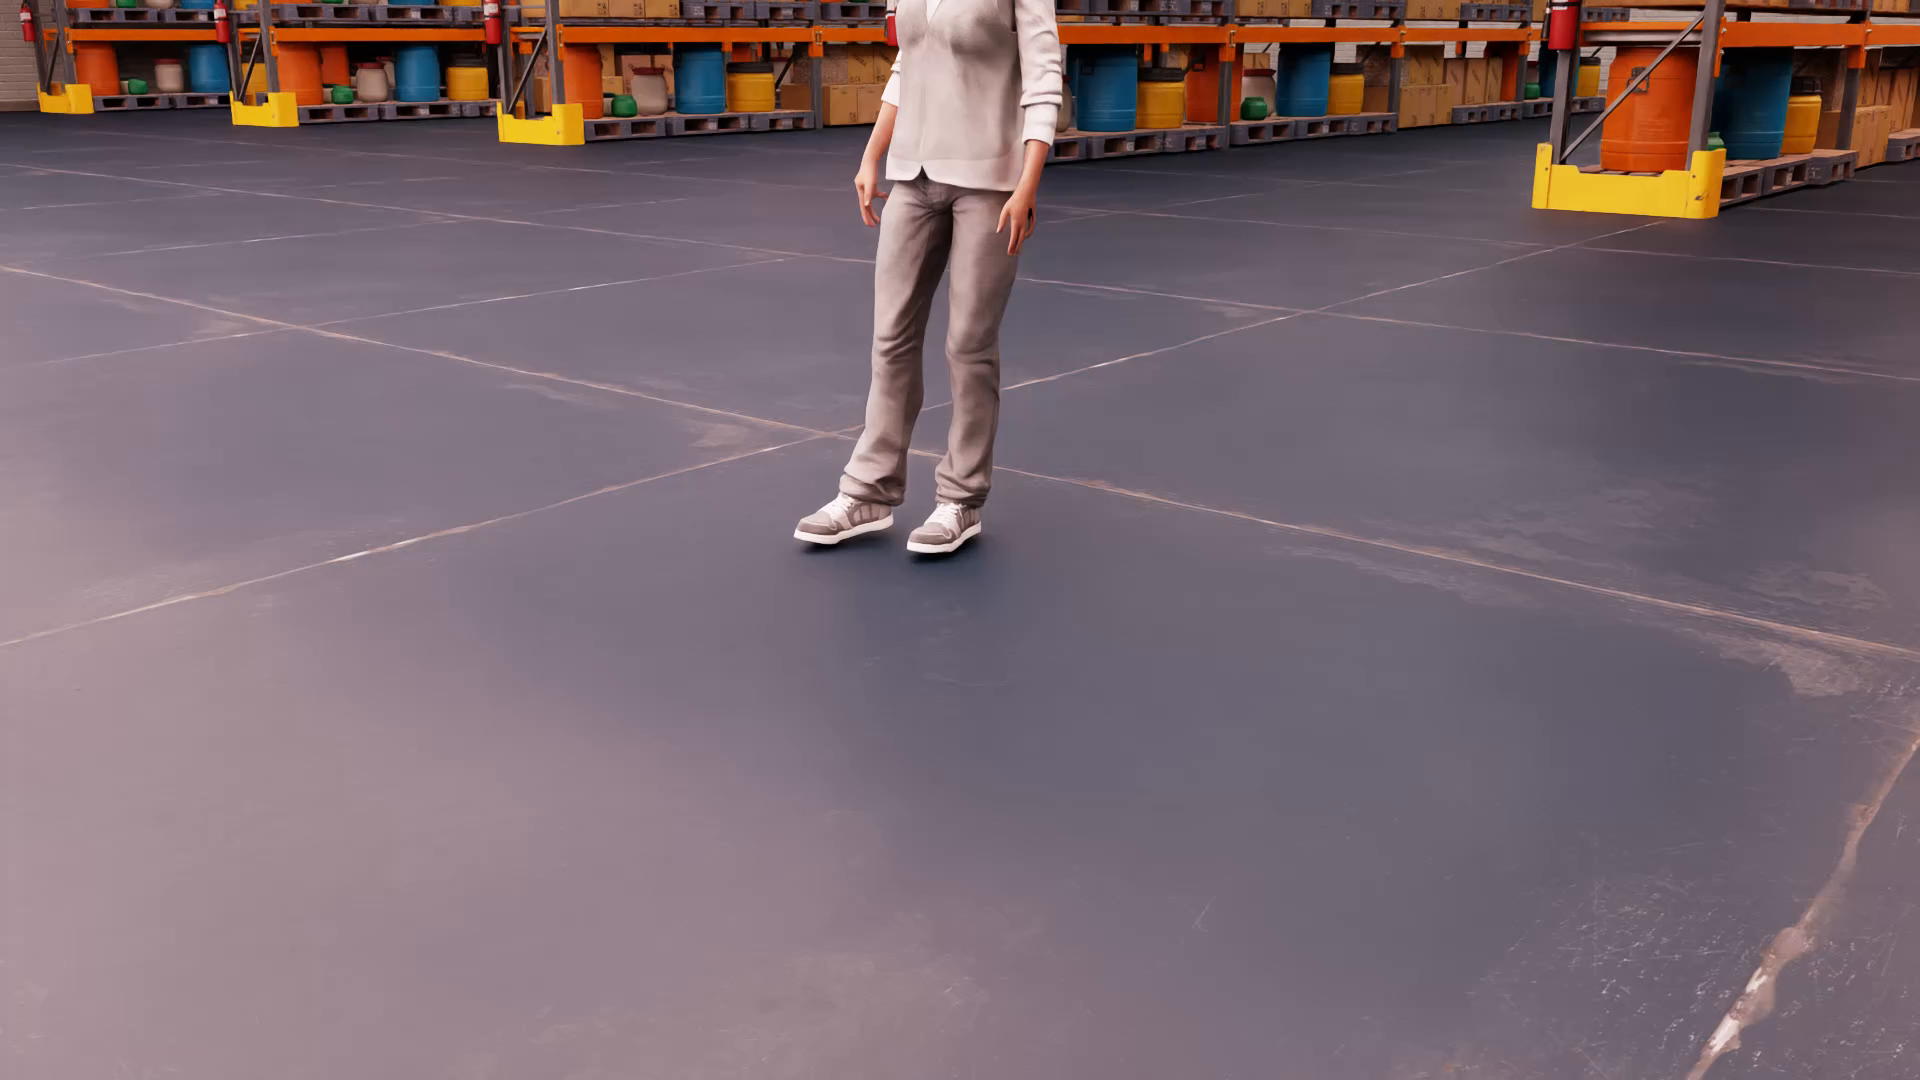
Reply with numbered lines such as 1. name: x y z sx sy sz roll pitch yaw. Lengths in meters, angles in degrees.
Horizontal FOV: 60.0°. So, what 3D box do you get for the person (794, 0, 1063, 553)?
1. person: -0.059 -0.757 3.661 0.520 1.599 0.473 13 21 37
